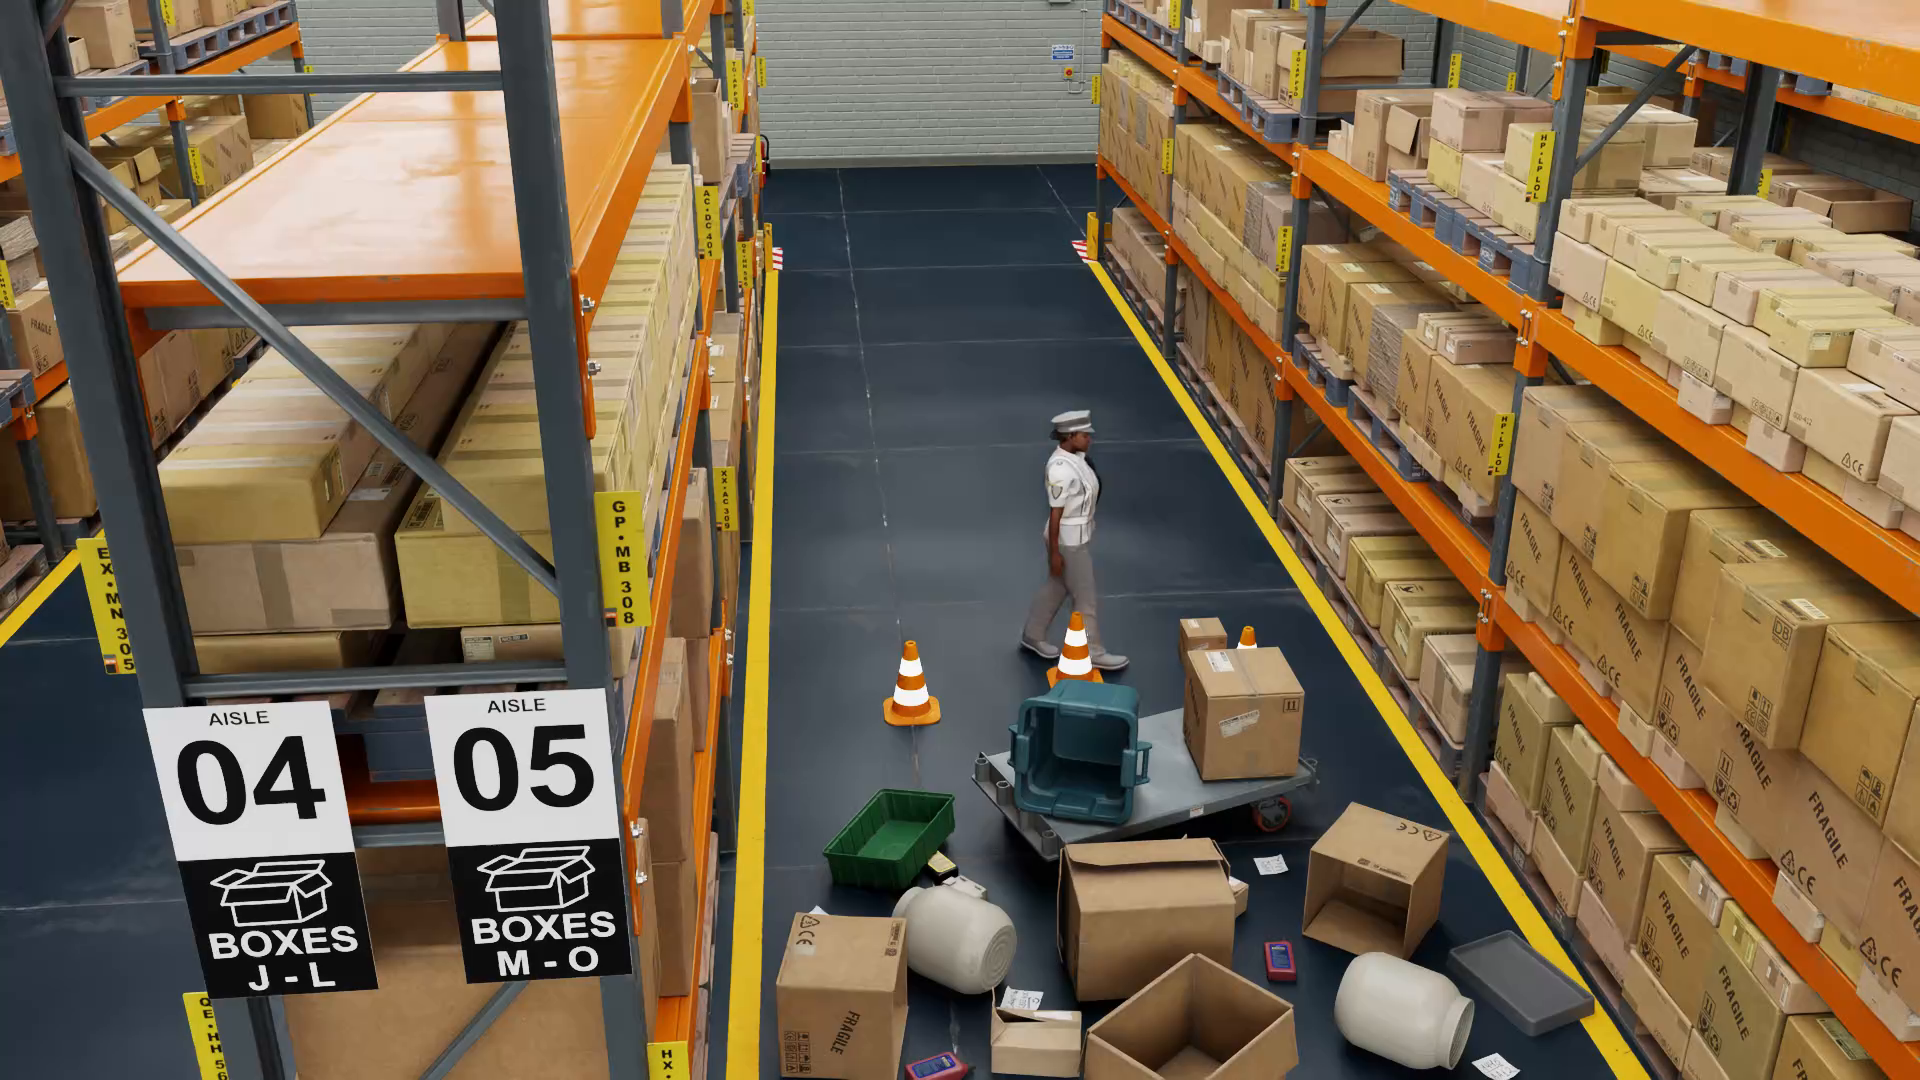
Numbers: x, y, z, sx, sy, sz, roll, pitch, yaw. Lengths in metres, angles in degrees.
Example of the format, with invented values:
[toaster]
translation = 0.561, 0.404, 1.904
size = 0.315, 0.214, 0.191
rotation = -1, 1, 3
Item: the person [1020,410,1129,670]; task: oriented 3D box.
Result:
[person]
translation = 0.731, 0.000, 10.288
size = 0.710, 1.653, 0.479
rotation = 5, 24, 11
